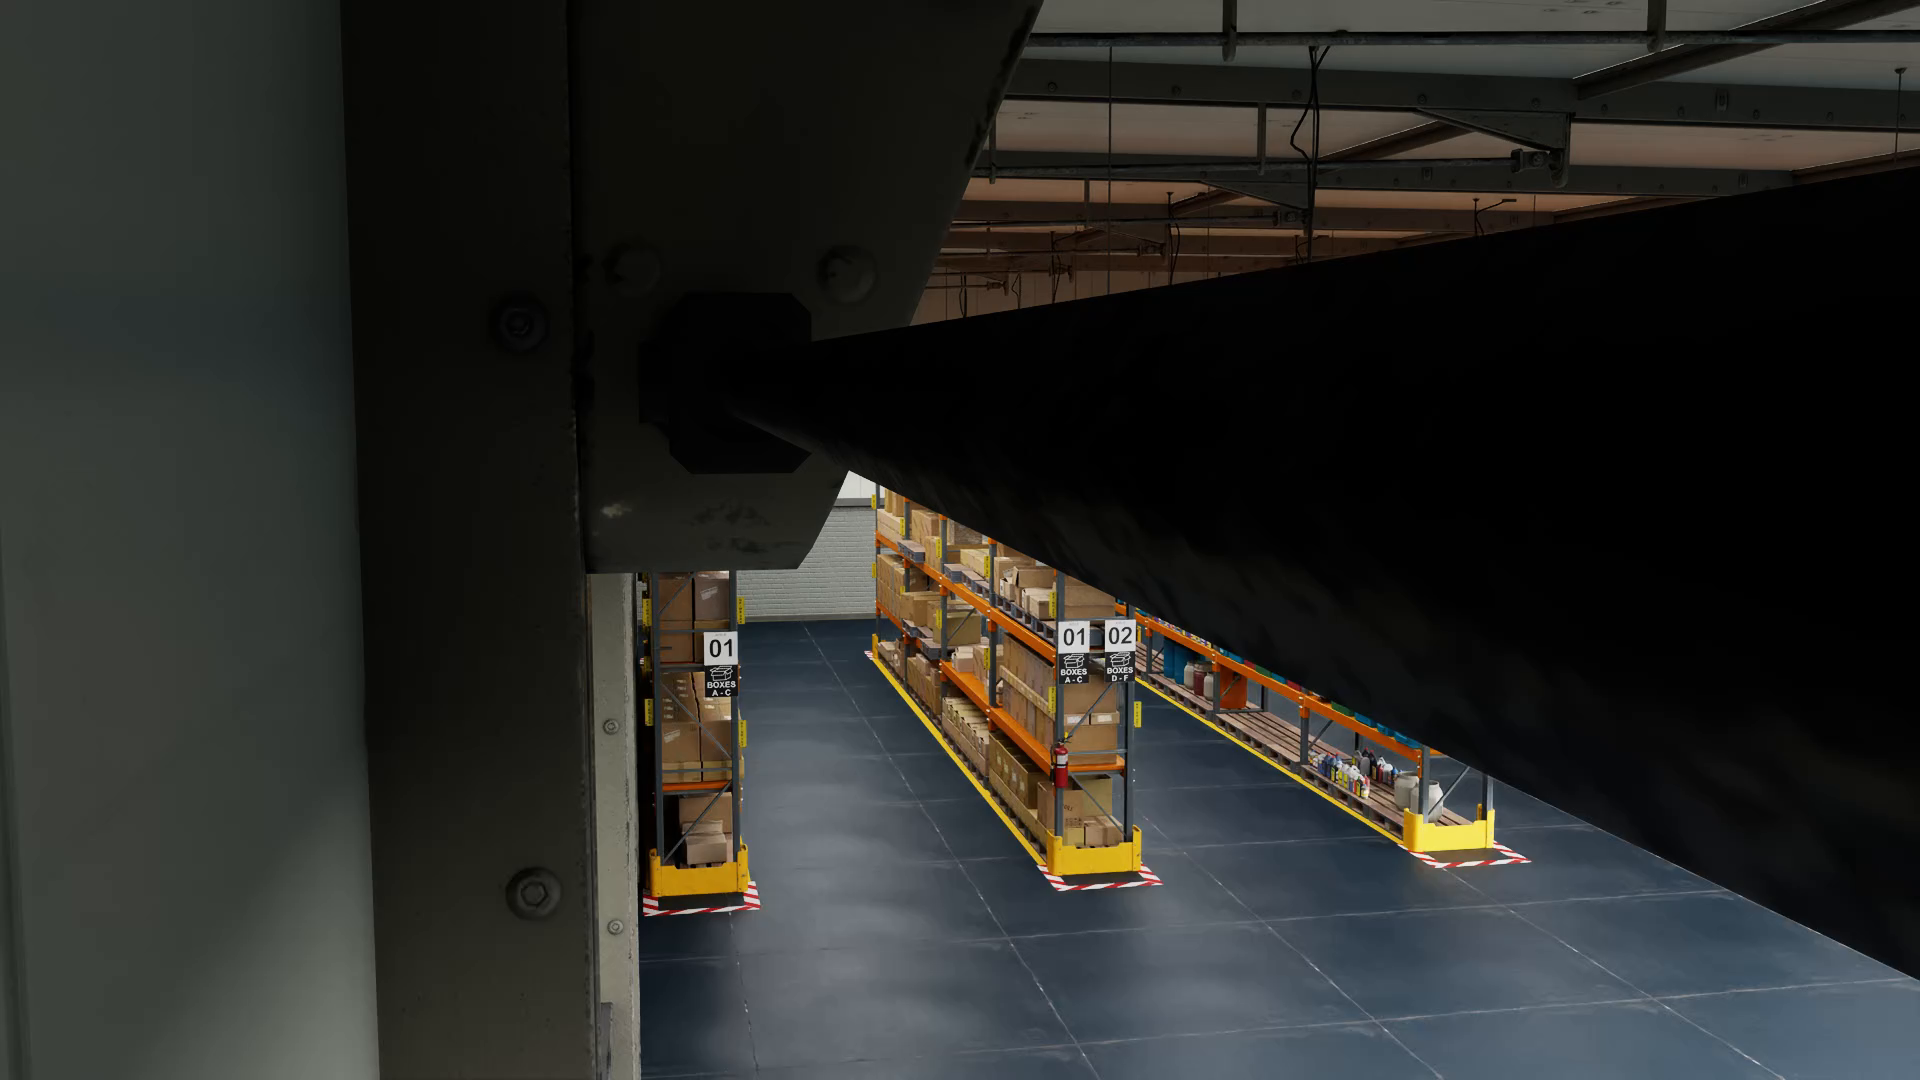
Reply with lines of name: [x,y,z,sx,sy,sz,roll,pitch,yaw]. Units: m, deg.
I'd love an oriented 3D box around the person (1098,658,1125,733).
person: [2.675,2.521,29.012,0.594,1.711,0.622,-2,6,-16]
